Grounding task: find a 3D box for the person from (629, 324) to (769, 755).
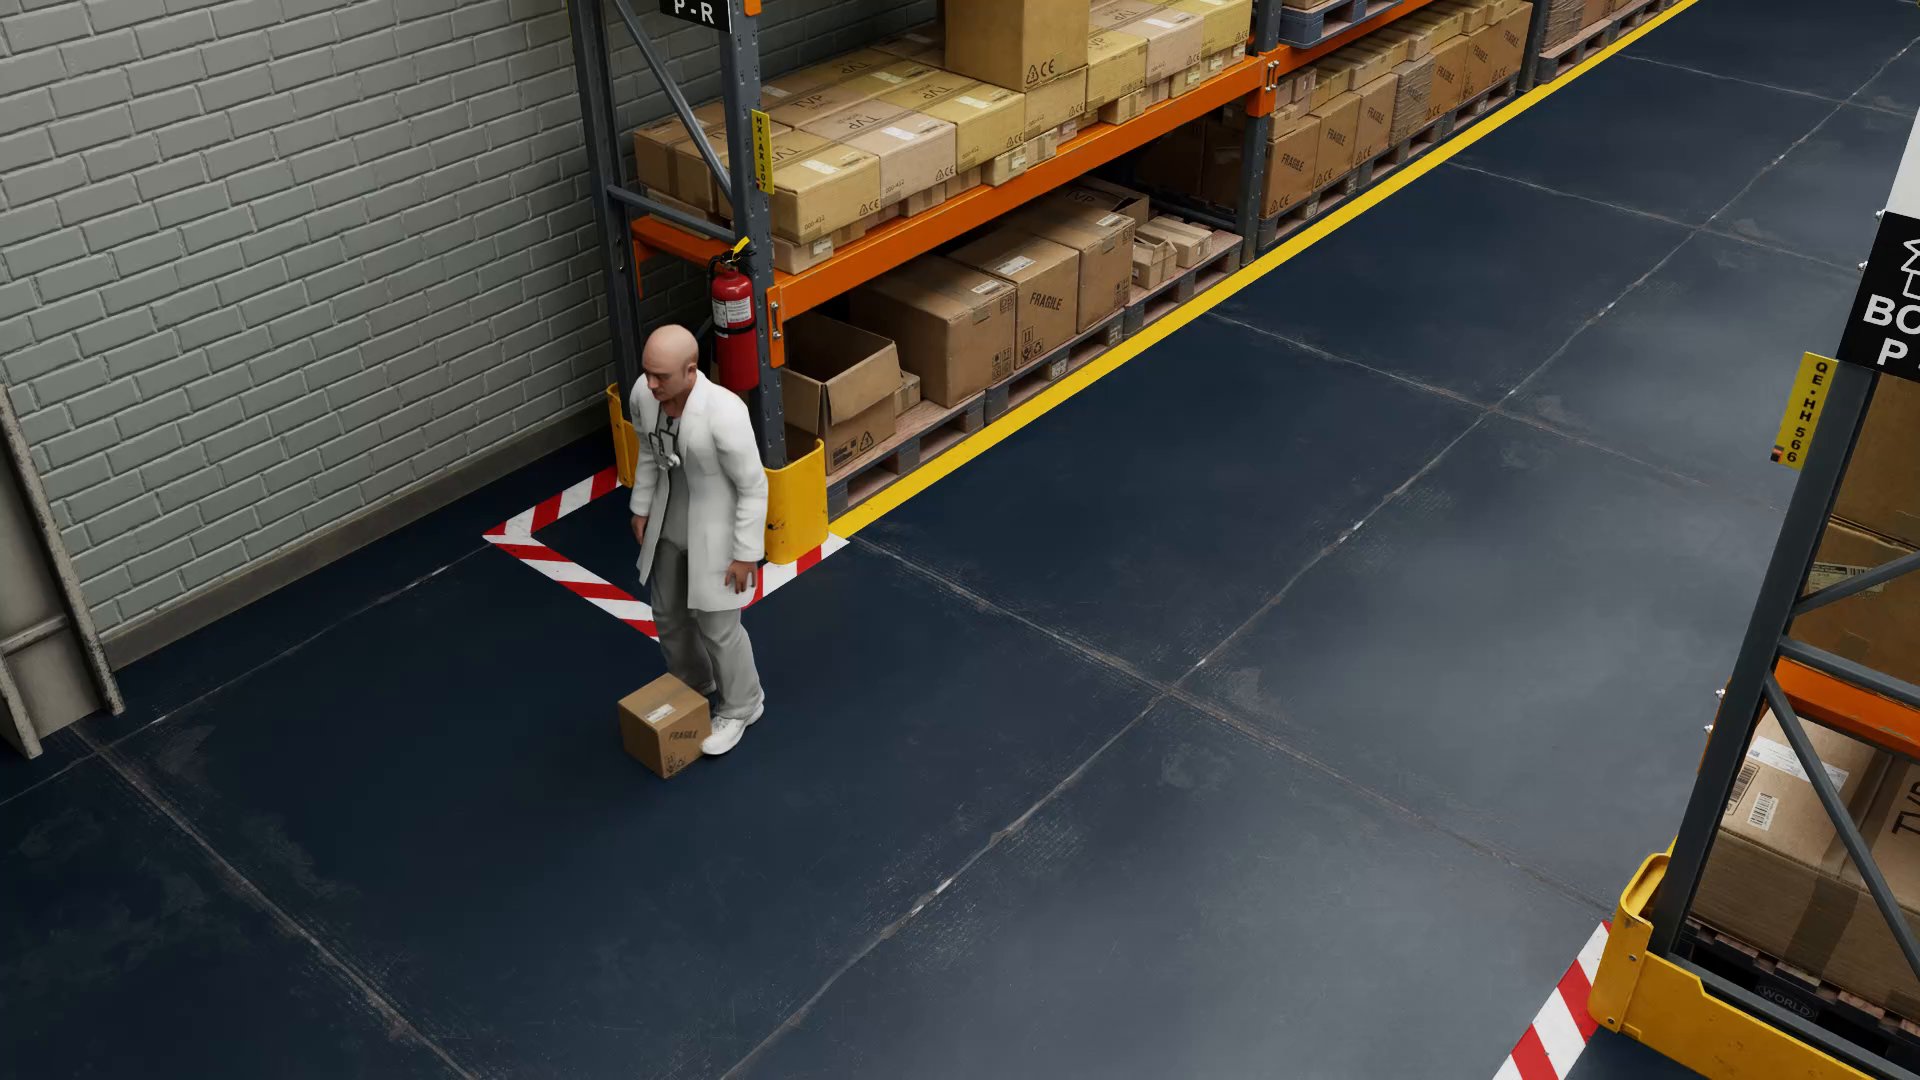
[{"bbox_3d":[-0.980,-0.019,6.187,0.638,1.772,0.428,23,41,30],"label":"person"}]
